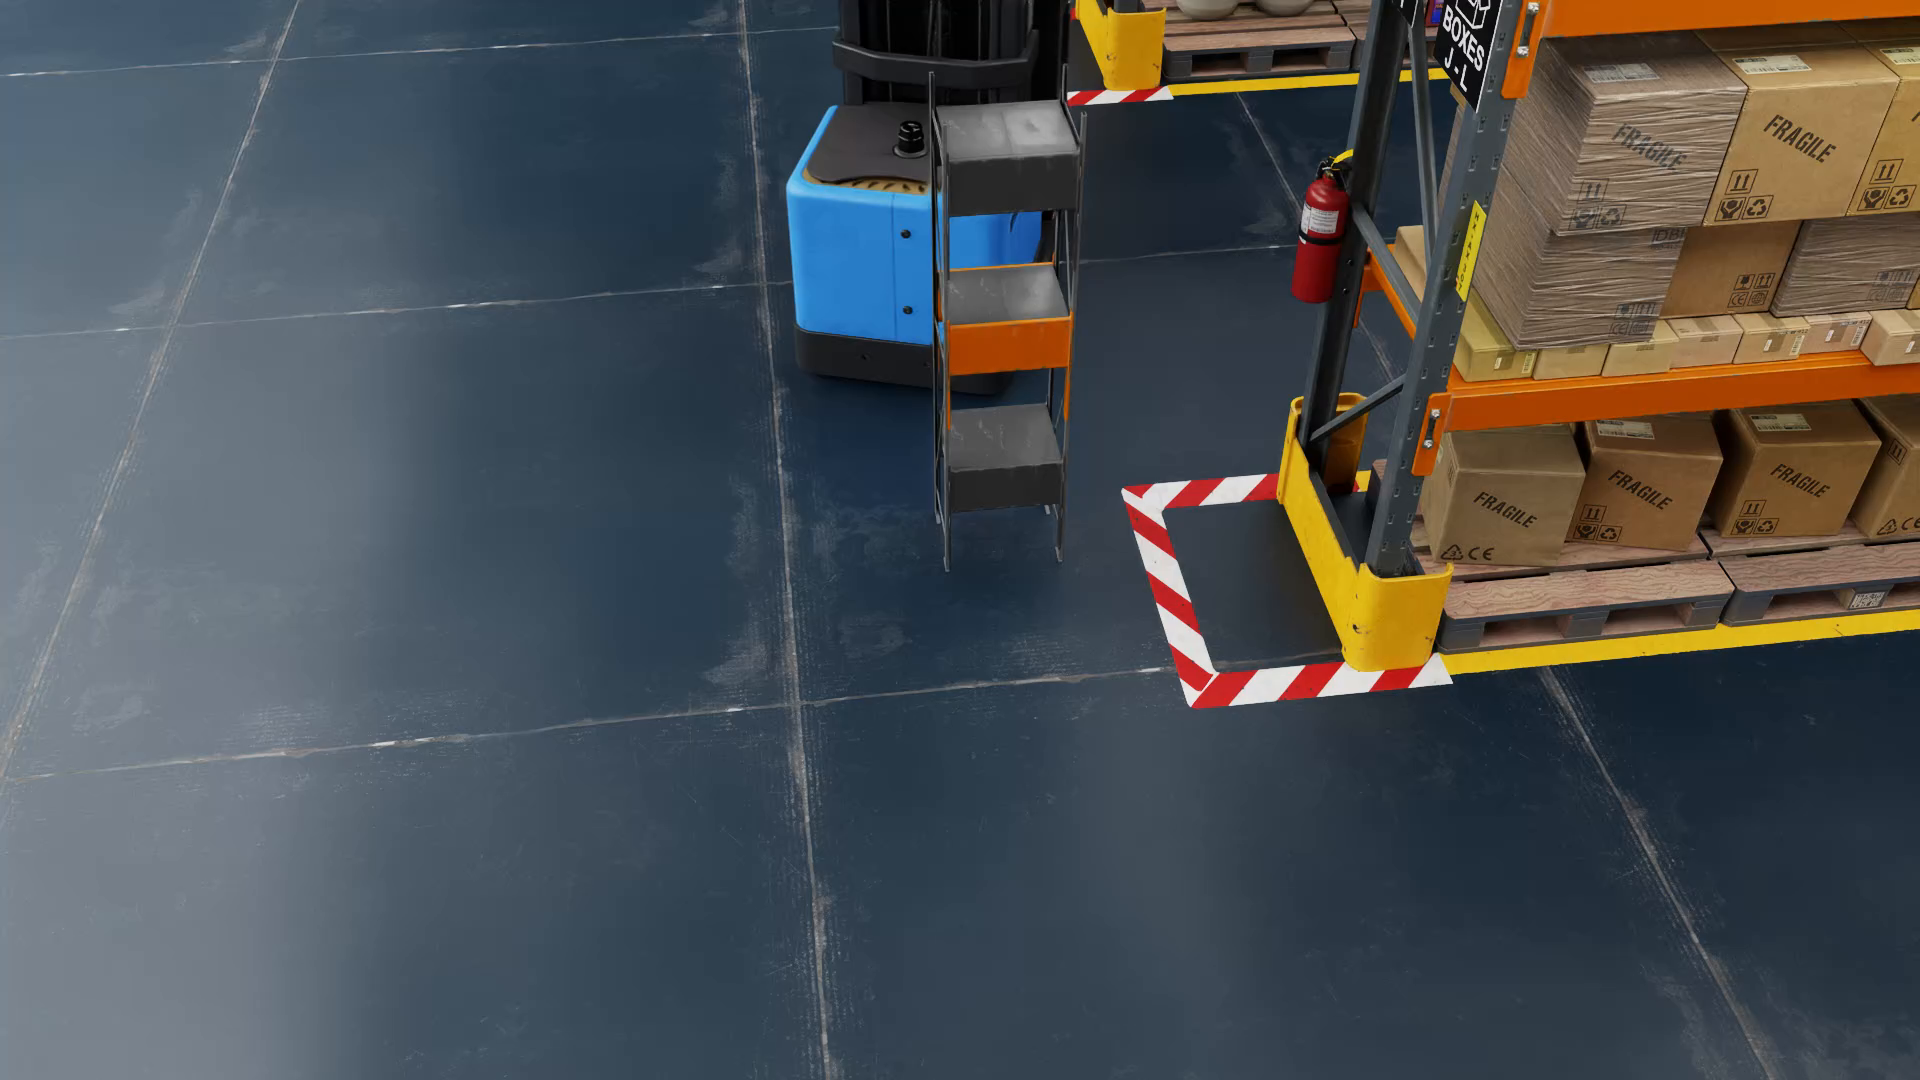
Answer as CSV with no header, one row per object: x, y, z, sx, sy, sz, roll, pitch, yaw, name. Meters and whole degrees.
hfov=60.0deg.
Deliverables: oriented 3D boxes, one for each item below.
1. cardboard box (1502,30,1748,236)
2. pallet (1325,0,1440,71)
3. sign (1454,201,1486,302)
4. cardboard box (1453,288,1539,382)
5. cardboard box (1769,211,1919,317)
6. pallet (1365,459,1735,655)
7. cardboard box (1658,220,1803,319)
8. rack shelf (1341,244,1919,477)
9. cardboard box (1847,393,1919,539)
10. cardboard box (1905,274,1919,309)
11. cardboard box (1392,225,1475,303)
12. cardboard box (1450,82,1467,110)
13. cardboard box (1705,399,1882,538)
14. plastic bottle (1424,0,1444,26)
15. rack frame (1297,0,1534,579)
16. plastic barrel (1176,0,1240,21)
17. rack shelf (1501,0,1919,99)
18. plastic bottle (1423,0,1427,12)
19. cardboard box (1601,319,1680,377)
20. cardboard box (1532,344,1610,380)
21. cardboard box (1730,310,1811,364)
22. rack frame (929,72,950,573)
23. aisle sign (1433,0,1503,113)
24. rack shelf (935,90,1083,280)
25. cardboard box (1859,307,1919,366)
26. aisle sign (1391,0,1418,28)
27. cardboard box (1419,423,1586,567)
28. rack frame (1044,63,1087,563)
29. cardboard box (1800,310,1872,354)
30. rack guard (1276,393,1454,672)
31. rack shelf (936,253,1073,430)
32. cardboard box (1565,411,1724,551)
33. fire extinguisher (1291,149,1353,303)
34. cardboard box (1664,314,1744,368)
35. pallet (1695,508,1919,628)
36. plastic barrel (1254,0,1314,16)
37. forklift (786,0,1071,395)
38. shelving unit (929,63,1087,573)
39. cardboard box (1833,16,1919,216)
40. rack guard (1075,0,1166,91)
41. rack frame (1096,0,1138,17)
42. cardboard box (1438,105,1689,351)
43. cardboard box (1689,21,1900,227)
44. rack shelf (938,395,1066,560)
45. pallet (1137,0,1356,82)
2.166,-1.362,5.477,0.500,0.500,0.500,-5,42,-6,cardboard box
3.026,-3.439,10.905,1.213,0.211,1.003,-5,42,-6,pallet
1.656,-0.937,5.403,0.005,0.325,0.100,-5,42,-6,sign
1.899,-0.749,6.029,0.250,0.149,0.380,-5,42,-6,cardboard box
3.116,-1.291,6.145,0.500,0.500,0.875,-5,42,-6,cardboard box
2.471,0.006,7.086,1.213,0.211,1.003,-5,42,-6,pallet
2.615,-1.276,6.129,0.500,0.500,0.875,-5,42,-6,cardboard box
3.569,-0.883,6.526,4.000,0.370,1.077,-5,42,-6,rack shelf
3.977,-0.382,6.987,0.500,0.500,0.500,-9,43,-9,cardboard box
3.613,-1.327,6.185,0.500,0.500,0.875,-5,42,-6,cardboard box
1.841,-1.045,6.356,0.250,0.149,0.380,-5,42,-6,cardboard box
2.099,-1.707,5.860,0.500,0.500,0.500,-5,42,-6,cardboard box
3.418,-0.363,6.966,0.500,0.500,0.500,-1,42,-2,cardboard box
3.008,-3.378,10.455,0.133,0.283,0.061,-4,42,-5,plastic bottle
1.585,-0.976,6.093,0.127,3.000,1.000,-5,42,-6,rack frame
1.586,-3.606,10.552,0.421,0.512,0.421,0,42,0,plastic barrel
3.569,-1.997,5.522,4.000,0.370,1.077,-5,42,-6,rack shelf
2.884,-3.349,10.484,0.097,0.201,0.097,0,42,0,plastic bottle
2.399,-0.770,6.052,0.250,0.149,0.380,-5,42,-6,cardboard box
2.149,-0.758,6.039,0.250,0.149,0.380,-5,42,-6,cardboard box
2.893,-0.823,6.110,0.250,0.149,0.380,-5,42,-6,cardboard box
-0.078,-0.773,6.539,0.015,2.100,0.400,-5,42,-6,rack frame
1.563,-1.737,4.995,0.004,0.787,0.394,-5,42,-6,aisle sign
0.164,-1.304,6.103,0.480,0.518,0.431,-5,42,-6,rack shelf
3.399,-0.815,6.102,0.250,0.149,0.380,-5,42,-6,cardboard box
1.485,-2.135,5.437,0.004,0.787,0.394,-5,42,-6,aisle sign
2.207,-0.247,6.837,0.500,0.500,0.500,2,42,2,cardboard box
0.406,-0.815,6.586,0.015,2.100,0.400,-5,42,-6,rack frame
3.138,-0.862,6.154,0.250,0.149,0.380,-5,42,-6,cardboard box
1.661,-0.055,6.937,0.348,0.500,1.175,-5,42,-6,rack guard
0.164,-0.784,6.572,0.480,0.518,0.431,-5,42,-6,rack shelf
2.795,-0.322,6.920,0.500,0.500,0.500,5,42,6,cardboard box
1.412,-1.244,6.447,0.183,0.674,0.296,-5,42,-6,fire extinguisher
2.644,-0.805,6.091,0.250,0.149,0.380,-5,42,-6,cardboard box
3.678,-0.098,7.201,1.213,0.211,1.003,-5,42,-6,pallet
2.083,-3.649,10.600,0.421,0.512,0.421,0,42,0,plastic barrel
0.005,-2.775,8.139,1.130,2.935,3.031,8,43,9,forklift
0.164,-0.794,6.563,0.503,2.100,0.431,-5,42,-6,shelving unit
3.158,-1.445,5.569,0.500,0.500,0.500,-5,42,-6,cardboard box
1.013,-3.375,10.619,0.348,0.500,1.175,-5,42,-6,rack guard
0.943,-4.266,9.739,0.127,3.000,1.000,-5,42,-6,rack frame
2.134,-1.153,5.992,0.500,0.500,0.875,-5,42,-6,cardboard box
2.663,-1.401,5.520,0.500,0.500,0.500,-5,42,-6,cardboard box
0.164,-0.264,7.041,0.480,0.518,0.431,-5,42,-6,rack shelf
1.819,-3.335,10.790,1.213,0.211,1.003,-5,42,-6,pallet
